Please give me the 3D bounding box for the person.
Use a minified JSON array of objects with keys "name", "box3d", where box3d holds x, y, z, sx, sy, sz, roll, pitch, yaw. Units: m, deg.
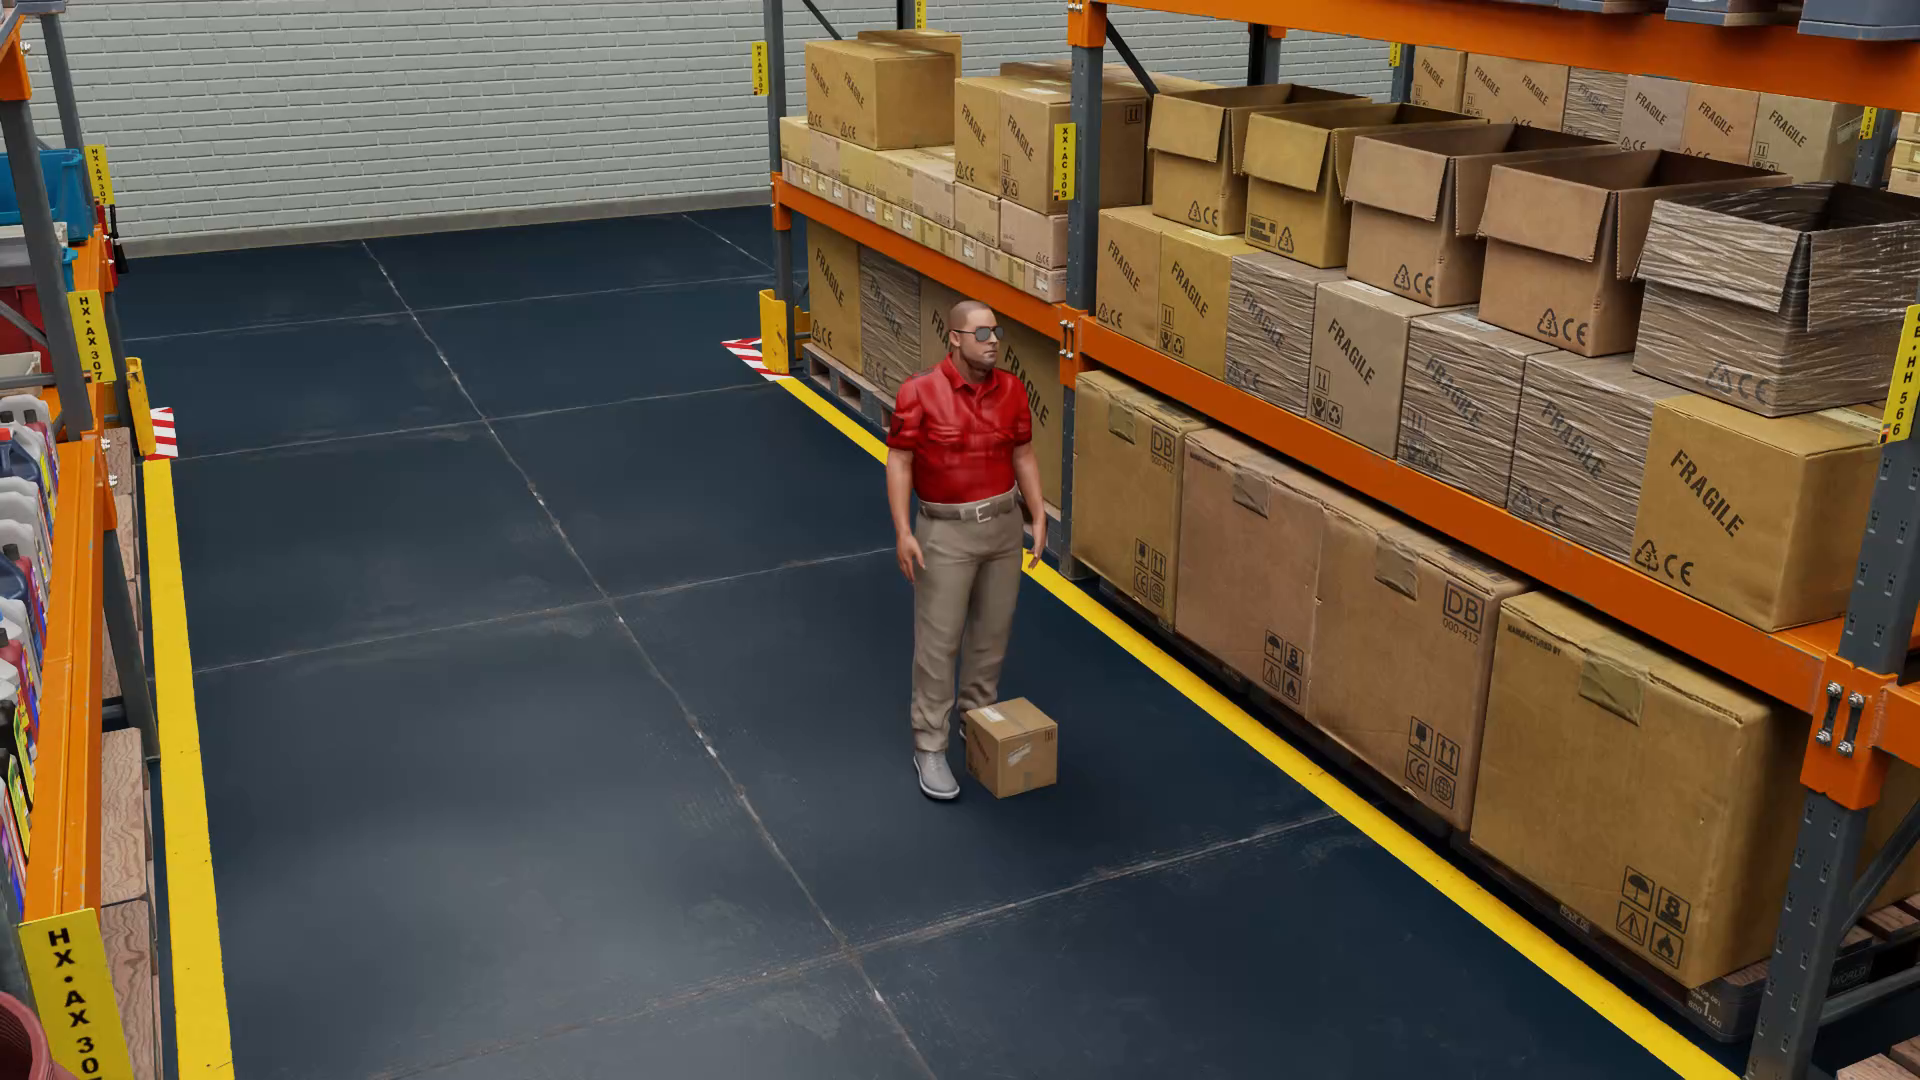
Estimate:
[{"name":"person","box3d":[0.068,0.016,6.050,0.639,1.727,0.551,-11,24,-25]}]
